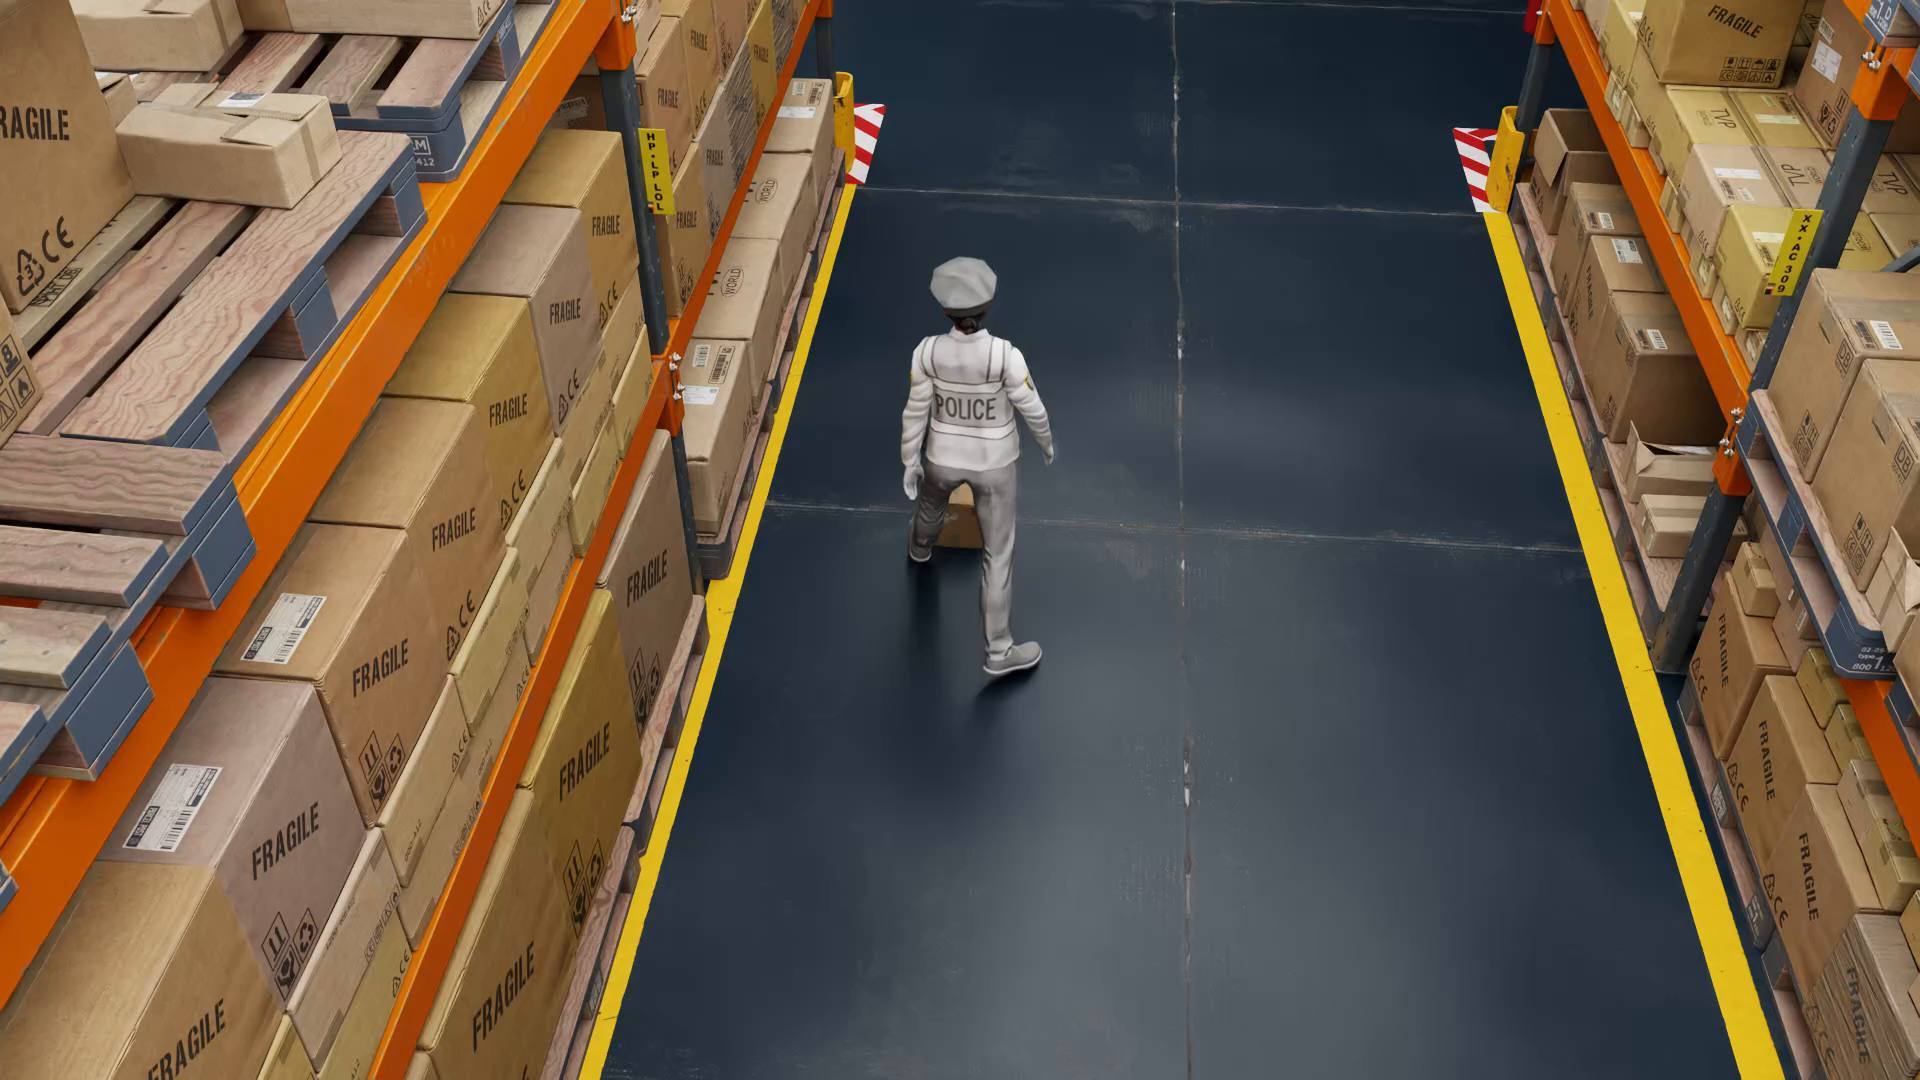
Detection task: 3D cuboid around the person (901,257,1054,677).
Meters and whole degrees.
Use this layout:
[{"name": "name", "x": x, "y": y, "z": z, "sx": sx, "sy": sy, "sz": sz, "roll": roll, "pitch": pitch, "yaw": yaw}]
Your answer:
[{"name": "person", "x": 0.039, "y": -0.350, "z": 6.572, "sx": 0.762, "sy": 1.610, "sz": 0.912, "roll": 10, "pitch": 41, "yaw": 12}]
